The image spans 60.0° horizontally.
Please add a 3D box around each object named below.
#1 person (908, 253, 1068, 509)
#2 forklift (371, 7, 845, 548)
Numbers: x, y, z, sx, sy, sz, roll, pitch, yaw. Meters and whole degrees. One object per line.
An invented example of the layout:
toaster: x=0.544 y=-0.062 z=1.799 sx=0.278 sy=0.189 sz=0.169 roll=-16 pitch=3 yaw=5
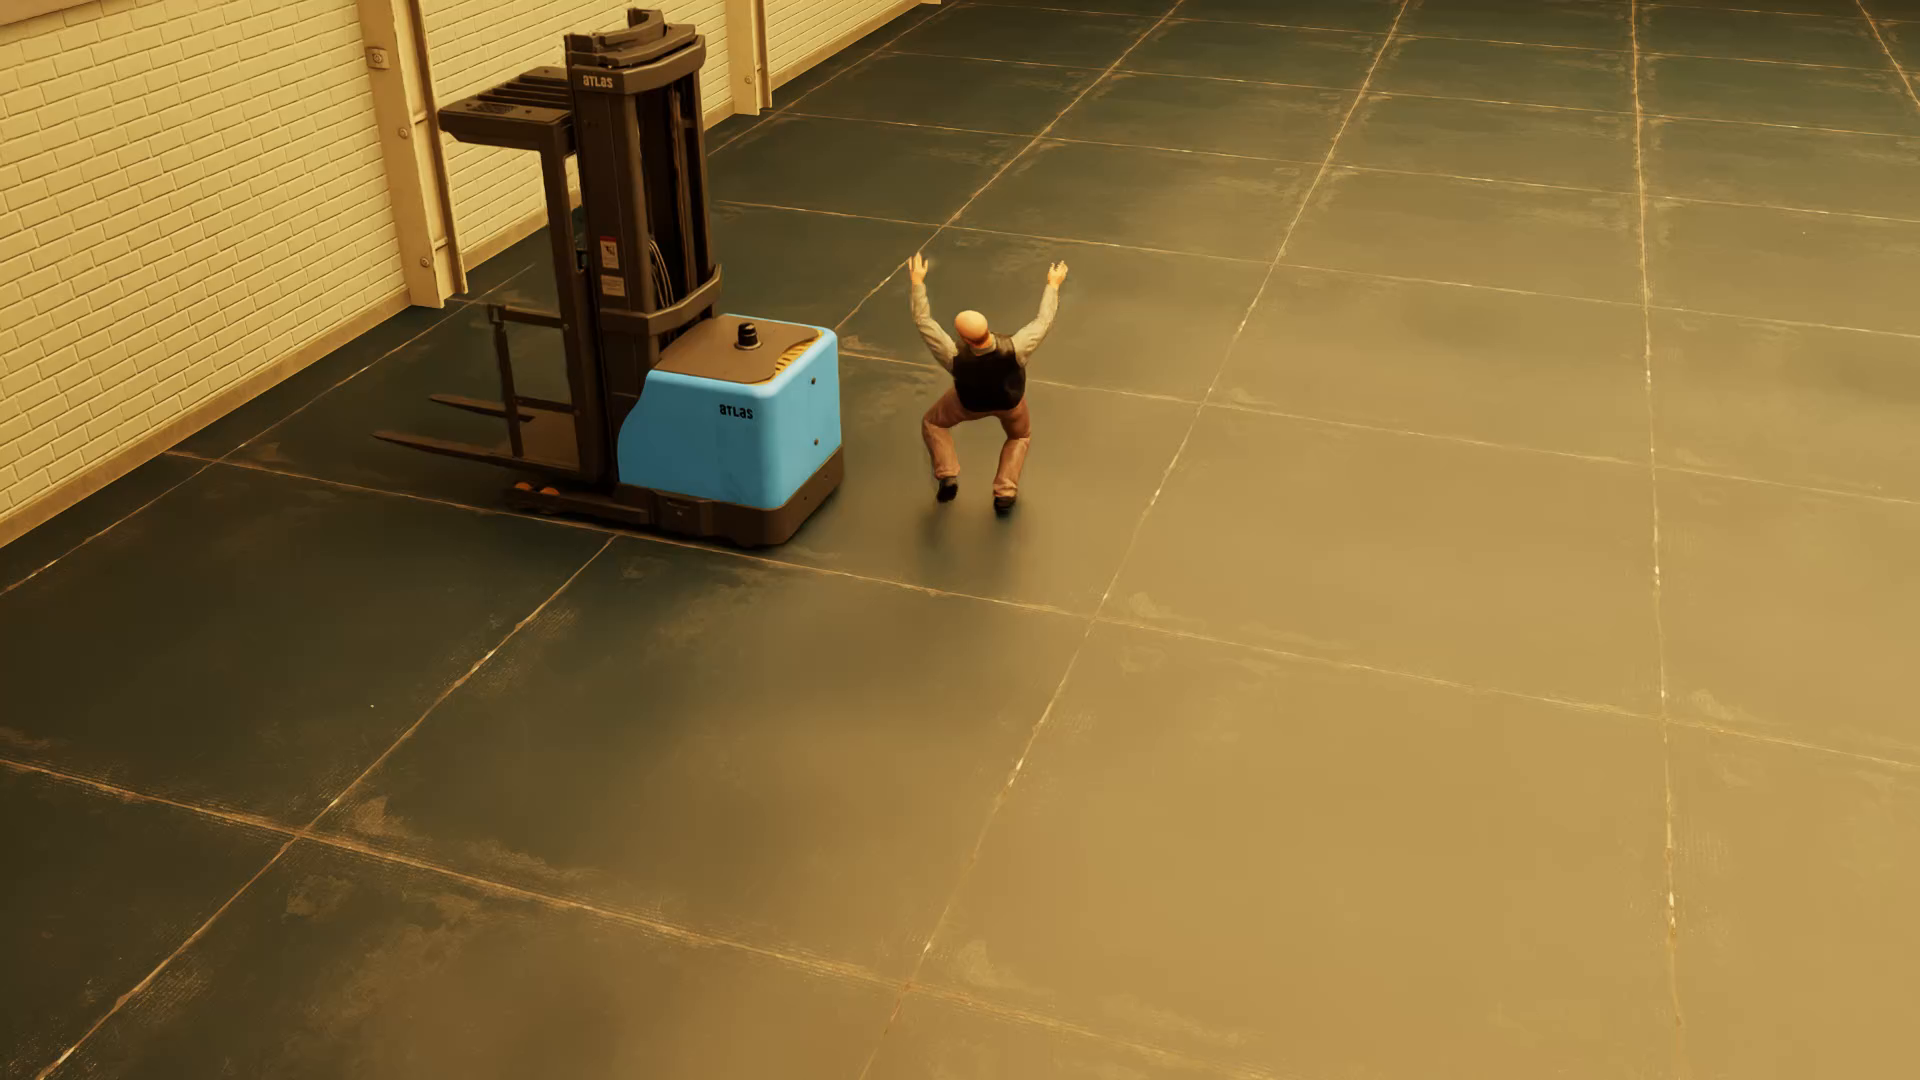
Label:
person: x=0.181 y=-0.919 z=10.080 sx=0.967 sy=1.612 sz=0.715 roll=-1 pitch=30 yaw=-2
forklift: x=-2.312 y=-1.666 z=10.059 sx=3.031 sy=2.935 sz=1.130 roll=10 pitch=31 yaw=17
